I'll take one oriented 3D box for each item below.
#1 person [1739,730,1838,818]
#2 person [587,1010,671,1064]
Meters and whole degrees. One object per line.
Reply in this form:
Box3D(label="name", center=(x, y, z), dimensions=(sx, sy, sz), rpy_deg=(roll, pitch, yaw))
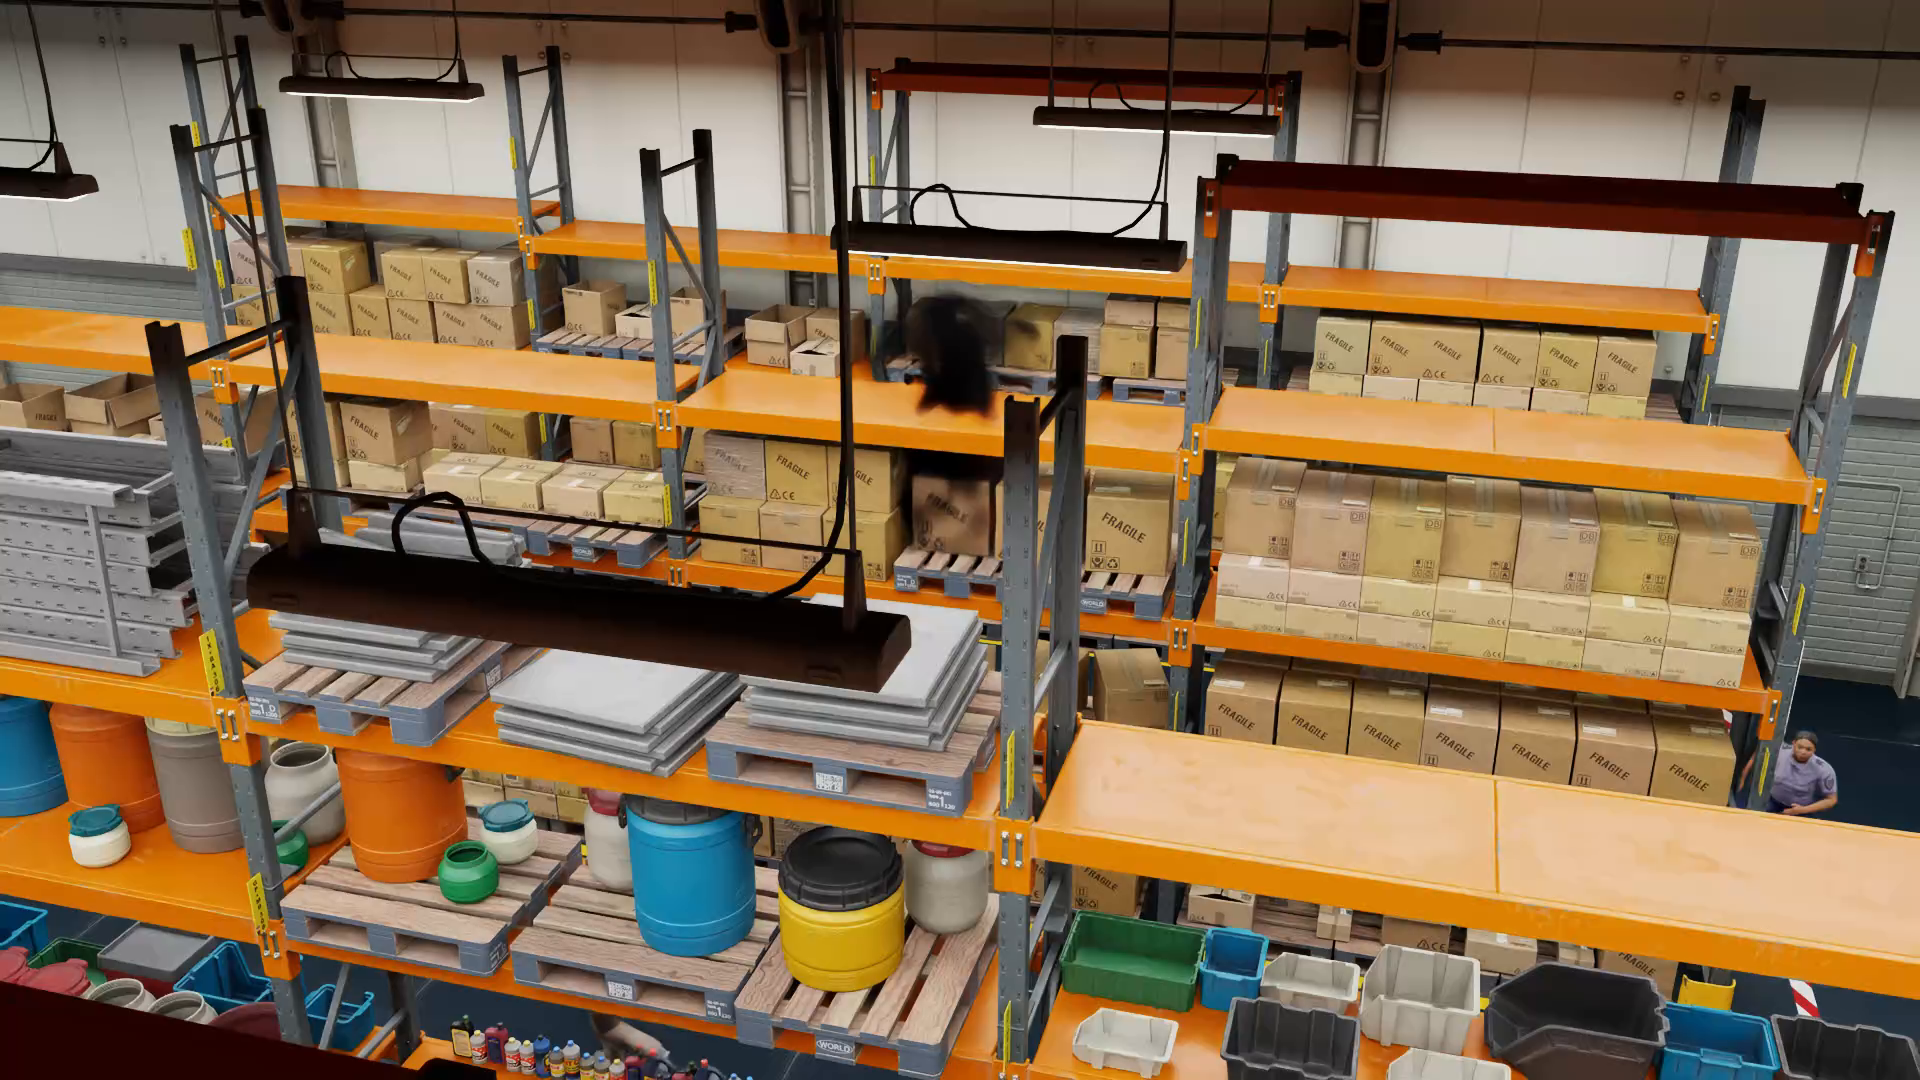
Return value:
Box3D(label="person", center=(6.678, 2.202, 13.551), dimensions=(0.786, 1.555, 0.578), rpy_deg=(15, 27, 32))
Box3D(label="person", center=(-2.433, 3.045, 11.441), dimensions=(0.941, 1.558, 0.667), rpy_deg=(13, 26, 29))
